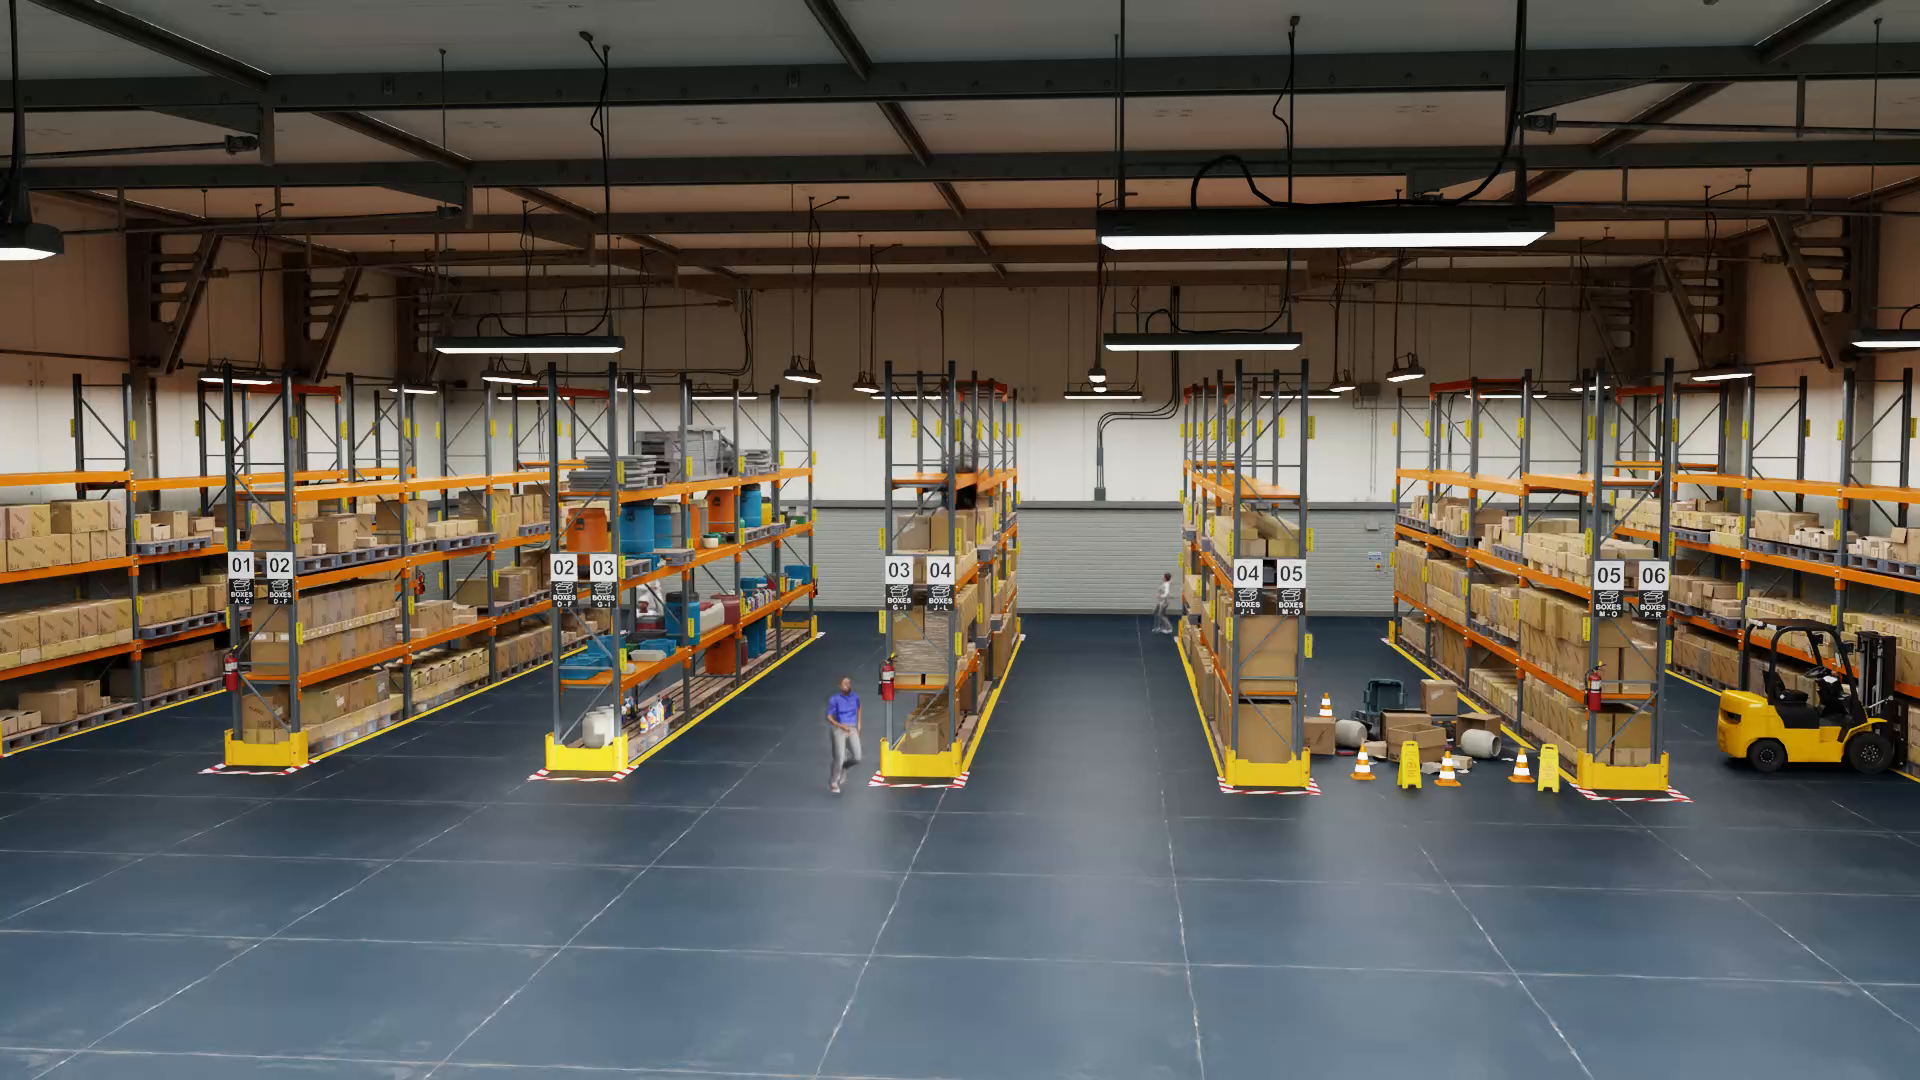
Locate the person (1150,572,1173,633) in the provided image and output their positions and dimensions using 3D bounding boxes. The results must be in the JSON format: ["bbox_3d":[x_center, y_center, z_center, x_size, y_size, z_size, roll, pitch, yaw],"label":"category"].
[{"bbox_3d":[4.959,1.558,40.783,0.550,1.565,0.651,0,4,5],"label":"person"}]

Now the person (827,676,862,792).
[{"bbox_3d":[-1.557,2.683,23.007,0.614,1.613,0.604,-2,4,-31],"label":"person"}]

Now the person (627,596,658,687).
[{"bbox_3d":[-6.191,1.973,32.560,0.696,1.763,0.941,0,4,4],"label":"person"}]

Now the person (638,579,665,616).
[{"bbox_3d":[-7.599,1.417,40.952,0.704,1.776,0.979,-3,5,-37],"label":"person"}]
